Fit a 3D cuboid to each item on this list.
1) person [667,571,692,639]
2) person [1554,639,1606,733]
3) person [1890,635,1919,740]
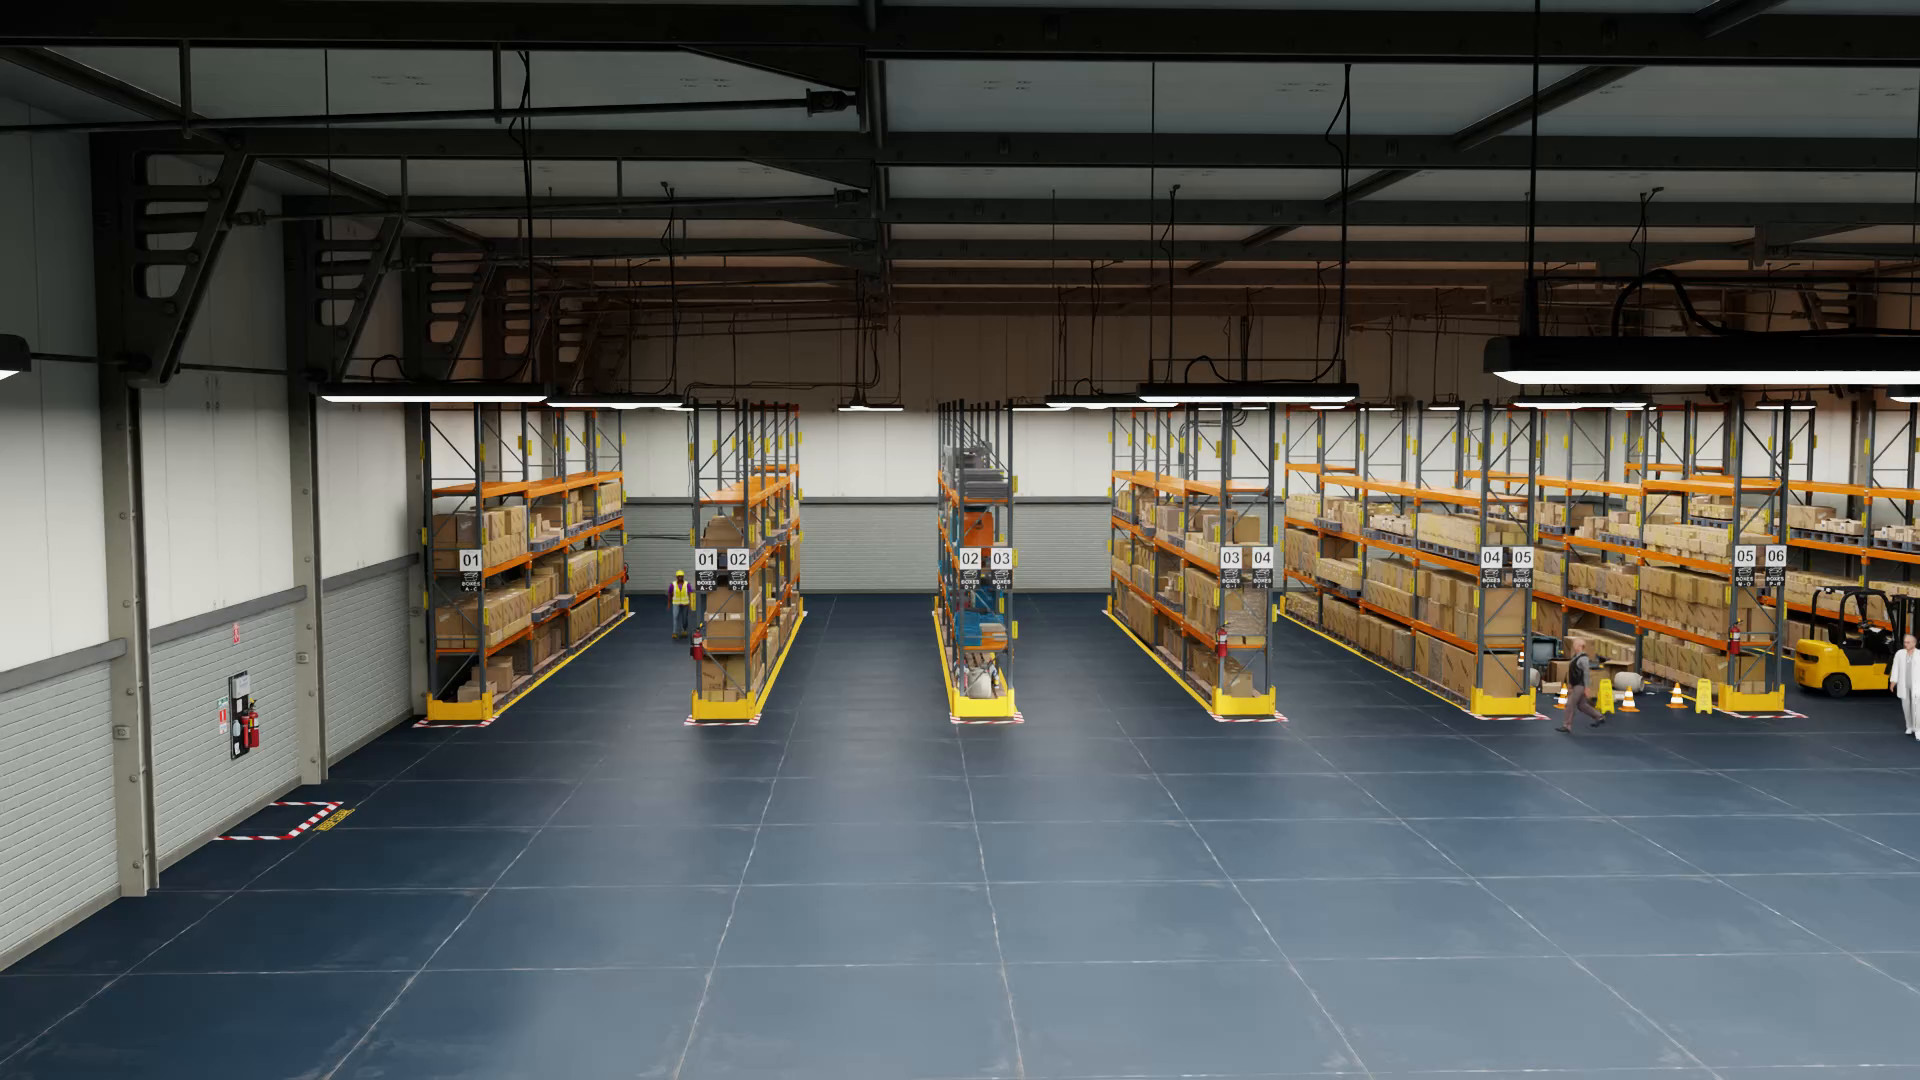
[{"bbox_3d":[-7.140,1.631,42.345,0.655,1.697,1.092,-1,4,-7],"label":"person"},{"bbox_3d":[11.141,2.614,29.804,0.999,1.686,0.543,0,4,-1],"label":"person"},{"bbox_3d":[16.882,2.596,29.540,0.738,1.789,0.661,-4,6,-42],"label":"person"}]
